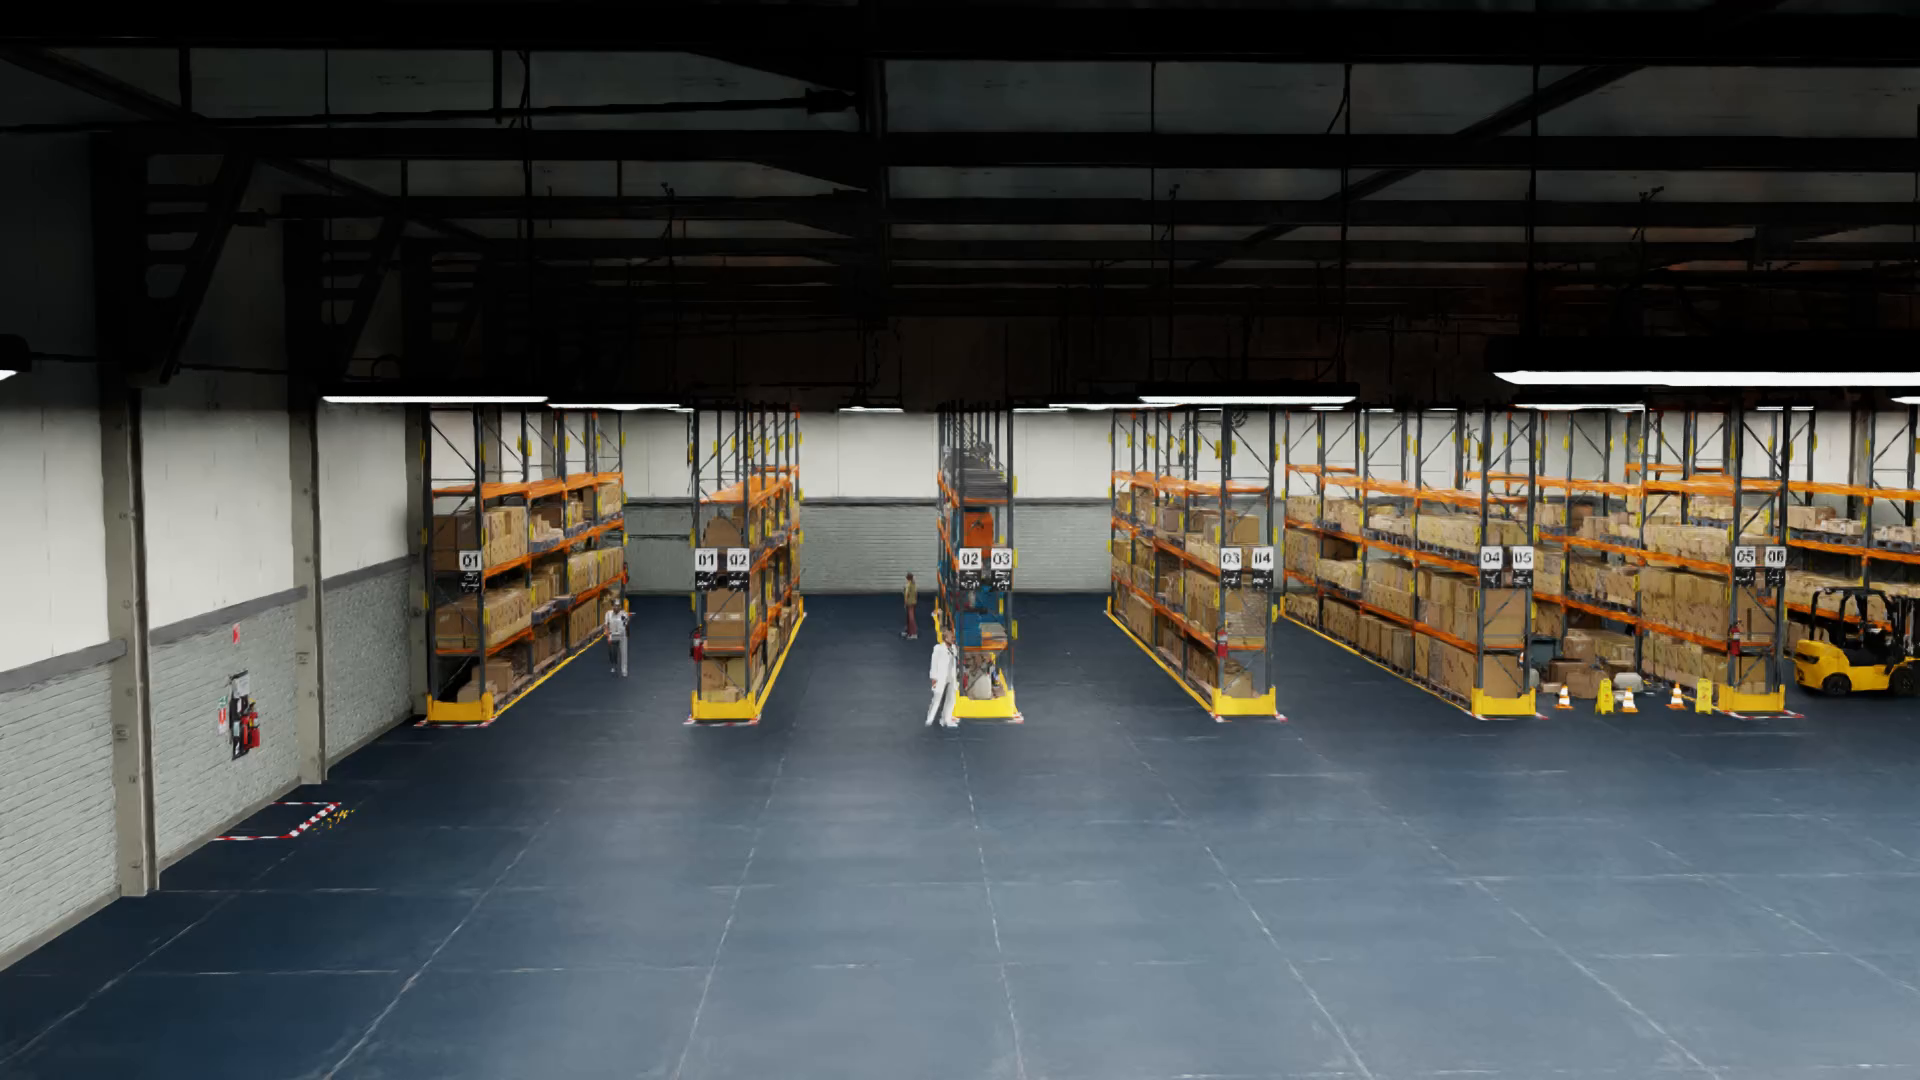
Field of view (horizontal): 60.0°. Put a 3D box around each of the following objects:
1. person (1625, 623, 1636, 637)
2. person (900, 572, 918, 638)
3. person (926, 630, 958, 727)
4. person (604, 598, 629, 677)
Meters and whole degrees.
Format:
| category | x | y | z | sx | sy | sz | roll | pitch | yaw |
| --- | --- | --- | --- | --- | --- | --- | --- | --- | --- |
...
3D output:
| category | x | y | z | sx | sy | sz | roll | pitch | yaw |
| --- | --- | --- | --- | --- | --- | --- | --- | --- | --- |
| person | 17.035 | 1.684 | 42.240 | 0.554 | 1.644 | 0.597 | 2 | 5 | 27 |
| person | -1.307 | 1.651 | 42.444 | 0.563 | 1.665 | 0.572 | 2 | 5 | 21 |
| person | -0.331 | 2.528 | 30.526 | 0.614 | 1.766 | 0.628 | -3 | 6 | -39 |
| person | -7.468 | 2.110 | 36.172 | 0.535 | 1.703 | 1.036 | -1 | 4 | -11 |
